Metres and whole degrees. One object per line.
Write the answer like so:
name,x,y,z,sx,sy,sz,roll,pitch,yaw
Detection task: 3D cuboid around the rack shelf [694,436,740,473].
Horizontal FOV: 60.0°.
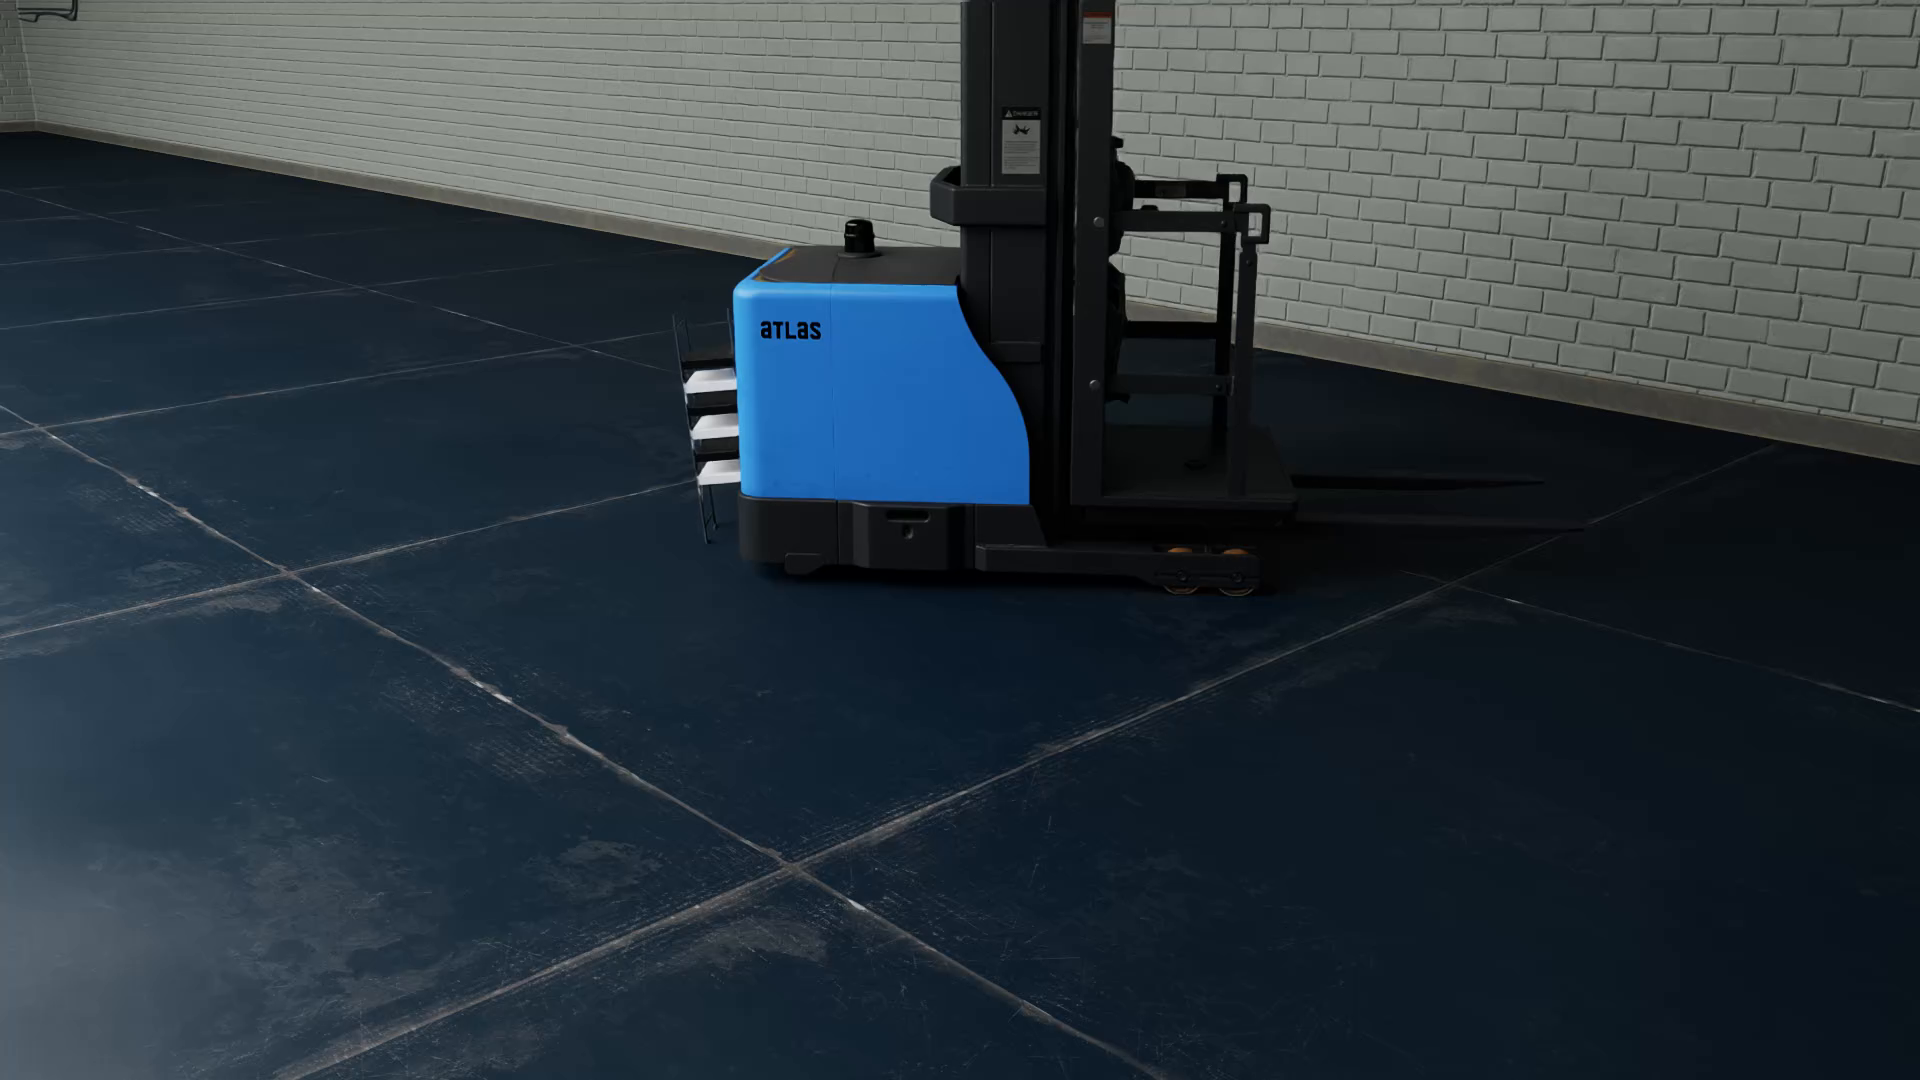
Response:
rack shelf,-0.909,-0.340,6.445,0.200,0.077,0.258,-5,18,2

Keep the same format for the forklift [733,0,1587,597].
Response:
forklift,0.742,-1.366,5.945,3.031,2.935,1.130,2,18,5

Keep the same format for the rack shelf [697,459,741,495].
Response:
rack shelf,-0.901,-0.254,6.473,0.200,0.077,0.258,-5,18,2

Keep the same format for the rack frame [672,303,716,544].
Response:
rack frame,-1.021,-0.448,6.412,0.006,0.900,0.240,-5,18,2

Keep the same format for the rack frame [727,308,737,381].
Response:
rack frame,-0.819,-0.465,6.404,0.006,0.900,0.240,-5,18,2

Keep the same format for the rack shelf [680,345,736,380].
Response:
rack shelf,-0.941,-0.681,6.335,0.200,0.077,0.258,-5,18,2

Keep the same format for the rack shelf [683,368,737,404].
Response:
rack shelf,-0.933,-0.596,6.363,0.200,0.077,0.258,-5,18,2

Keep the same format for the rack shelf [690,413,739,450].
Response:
rack shelf,-0.917,-0.425,6.418,0.200,0.077,0.258,-5,18,2

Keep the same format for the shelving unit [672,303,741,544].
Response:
shelving unit,-0.920,-0.457,6.408,0.210,0.900,0.258,-5,18,2

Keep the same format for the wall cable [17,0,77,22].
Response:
wall cable,-13.951,-9.095,24.981,0.112,2.526,3.097,-16,24,-41

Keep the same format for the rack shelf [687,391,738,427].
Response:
rack shelf,-0.925,-0.510,6.390,0.200,0.077,0.258,-5,18,2
